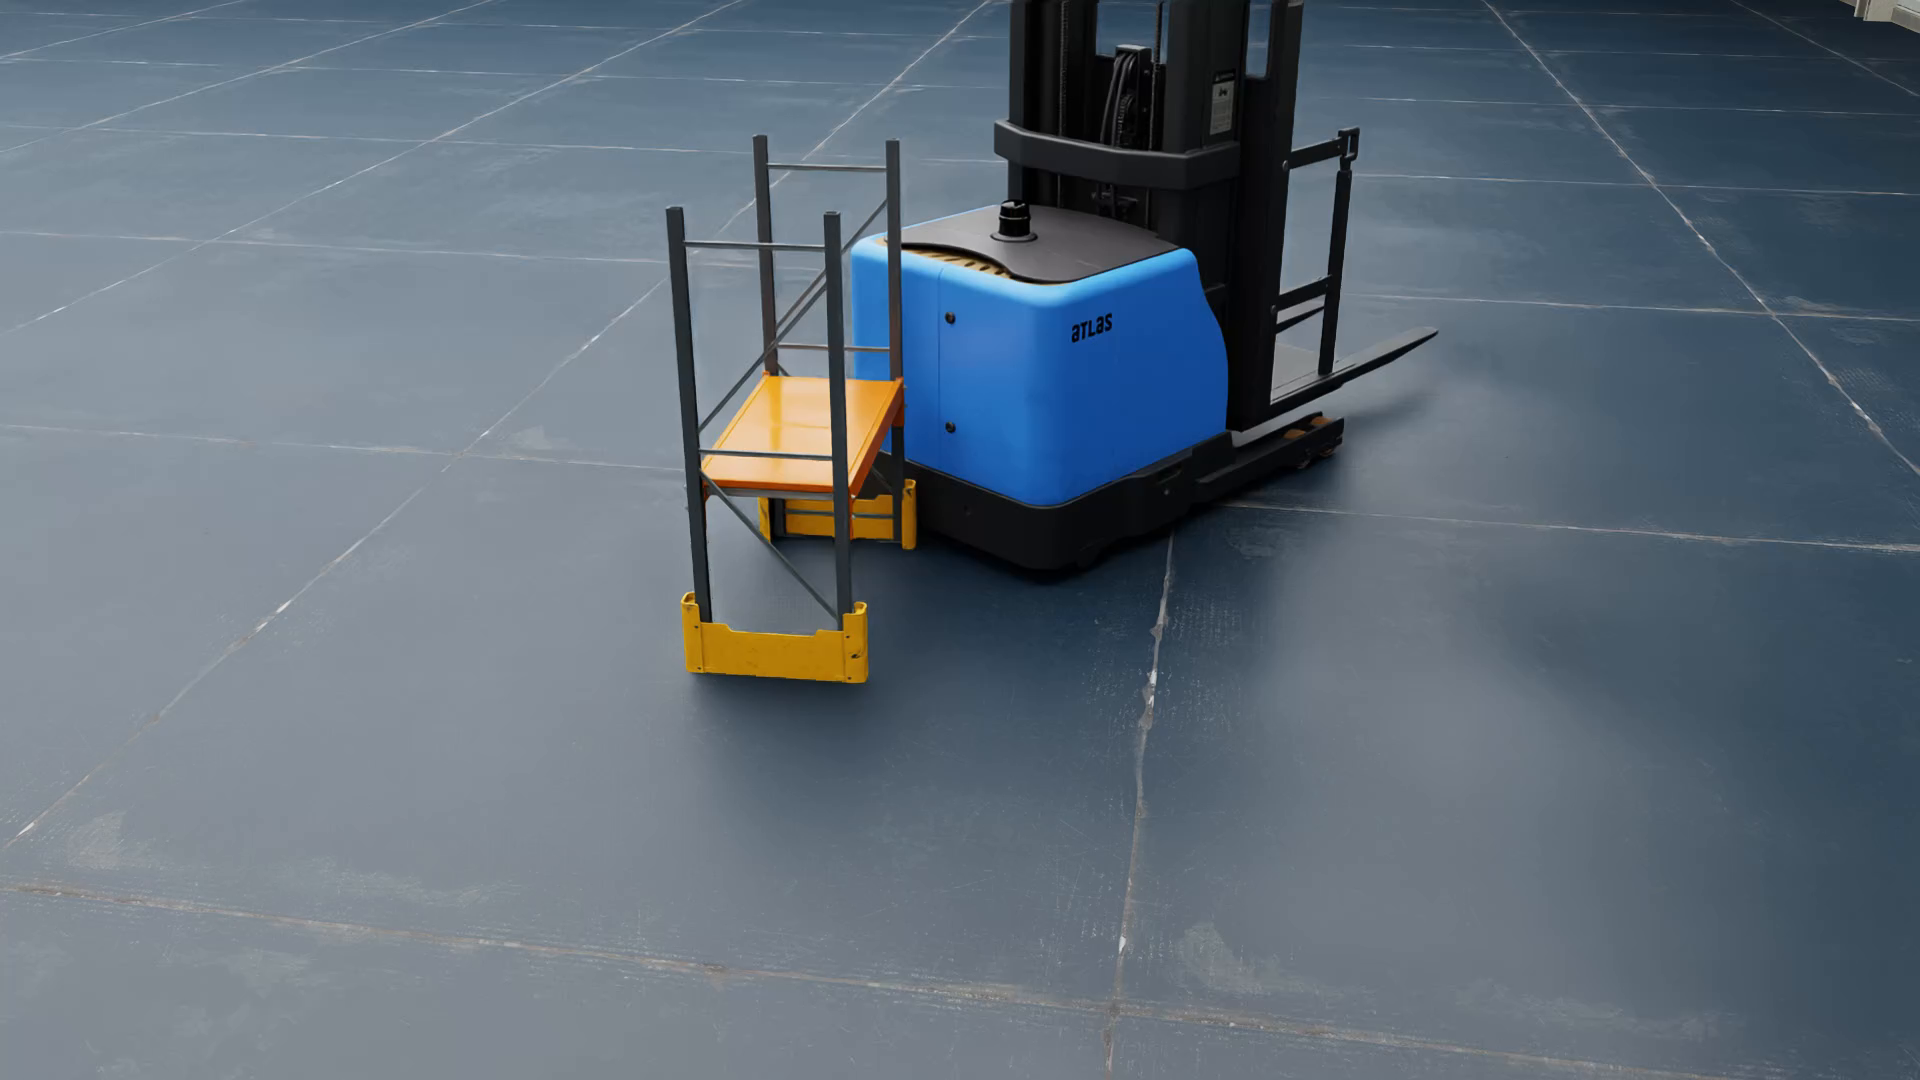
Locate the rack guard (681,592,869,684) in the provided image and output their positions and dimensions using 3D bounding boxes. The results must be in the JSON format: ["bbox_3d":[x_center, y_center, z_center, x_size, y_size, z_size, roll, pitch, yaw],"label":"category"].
[{"bbox_3d":[-0.587,0.311,5.291,0.587,0.250,0.087,3,25,7],"label":"rack guard"}]

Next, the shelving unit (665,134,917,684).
[{"bbox_3d":[-0.521,-0.464,5.473,0.587,1.500,1.083,3,25,7],"label":"shelving unit"}]

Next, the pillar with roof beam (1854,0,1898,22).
[{"bbox_3d":[6.144,-10.301,17.641,9.100,9.000,0.400,4,25,9],"label":"pillar with roof beam"}]

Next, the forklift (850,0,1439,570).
[{"bbox_3d":[0.969,-1.754,6.540,1.130,2.935,3.031,22,33,39],"label":"forklift"}]

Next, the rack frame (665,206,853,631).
[{"bbox_3d":[-0.587,-0.255,5.025,0.500,1.500,0.032,3,25,7],"label":"rack frame"}]

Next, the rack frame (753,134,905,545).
[{"bbox_3d":[-0.453,-0.682,5.937,0.500,1.500,0.032,3,25,7],"label":"rack frame"}]

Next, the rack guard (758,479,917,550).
[{"bbox_3d":[-0.456,-0.108,6.185,0.587,0.250,0.087,3,25,7],"label":"rack guard"}]

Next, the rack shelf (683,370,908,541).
[{"bbox_3d":[-0.520,-0.305,5.557,0.538,0.185,1.000,3,25,7],"label":"rack shelf"}]
